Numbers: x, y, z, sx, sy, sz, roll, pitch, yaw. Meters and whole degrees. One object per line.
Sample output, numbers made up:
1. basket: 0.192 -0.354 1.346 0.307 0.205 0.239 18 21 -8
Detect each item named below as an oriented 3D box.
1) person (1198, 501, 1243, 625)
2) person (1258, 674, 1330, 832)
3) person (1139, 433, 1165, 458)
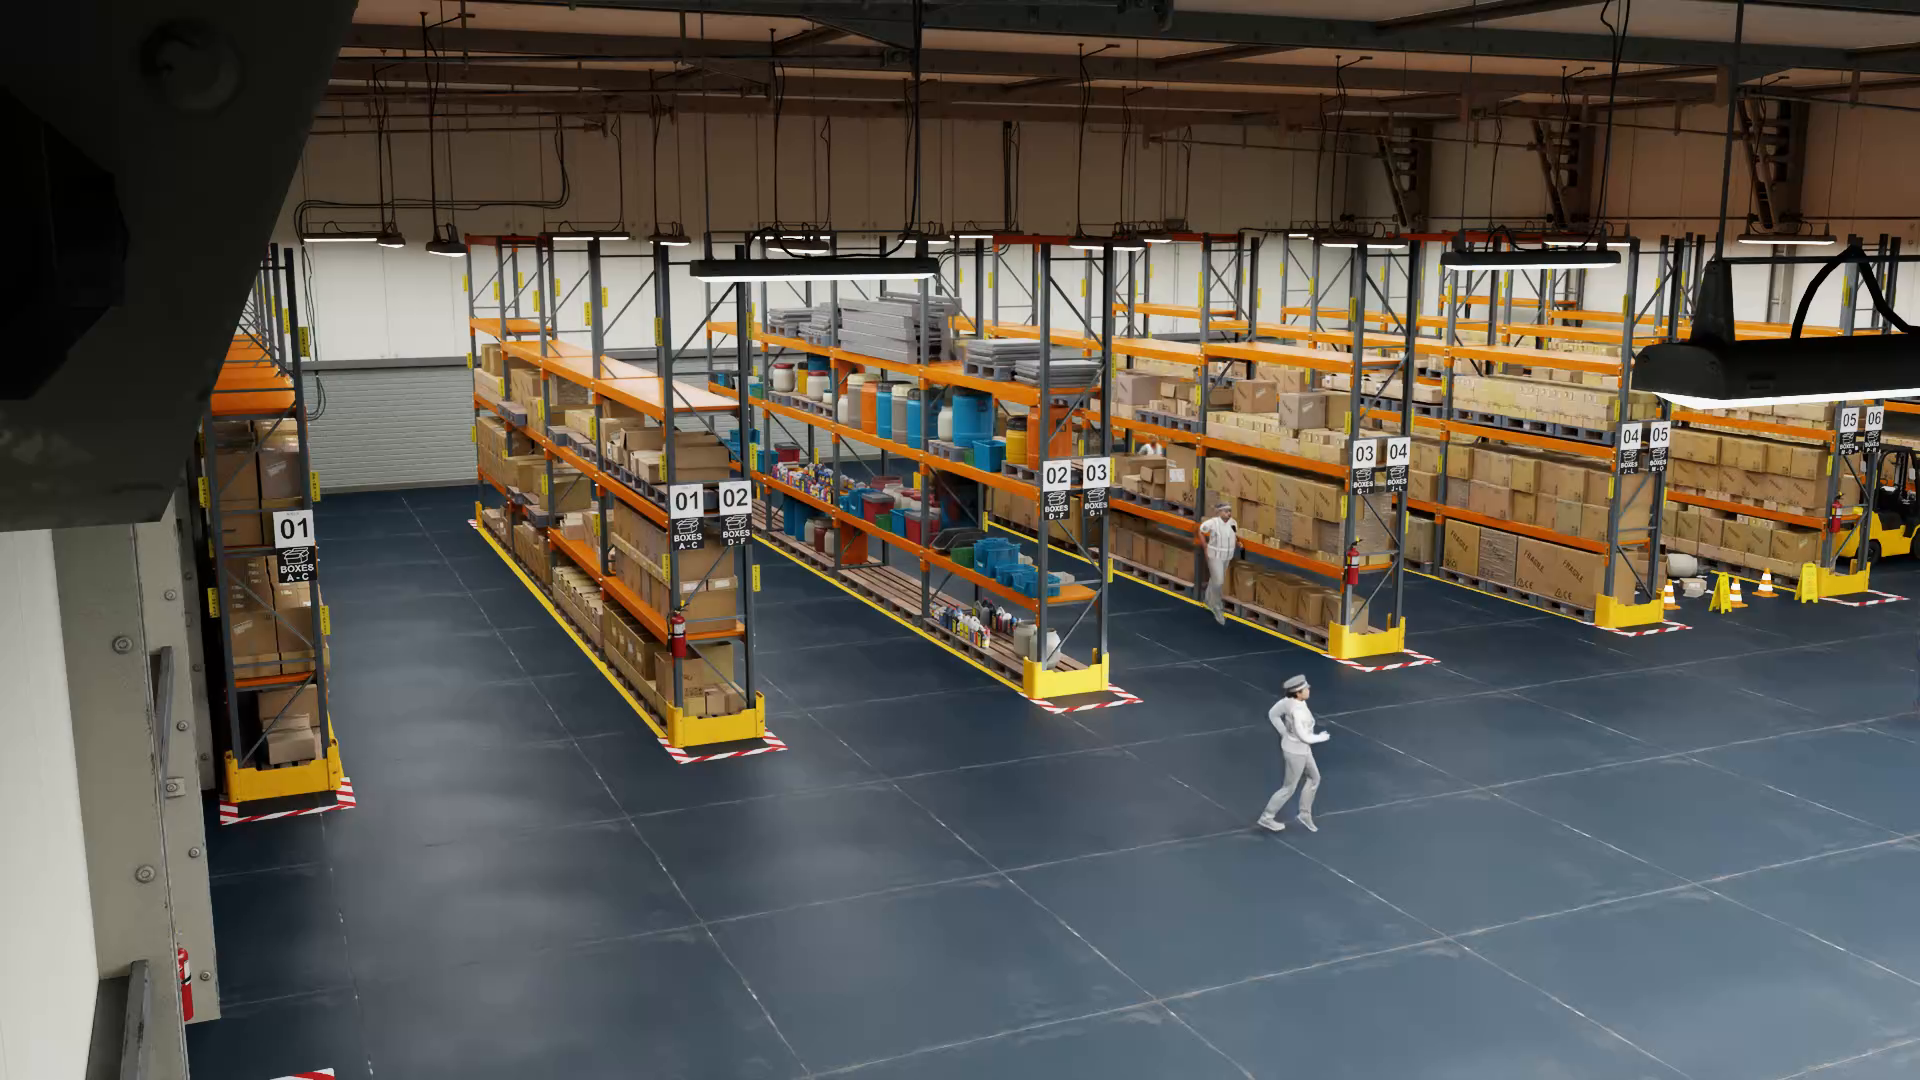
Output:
1. person: 4.020 0.323 25.564 0.570 1.899 0.823 -7 13 -33
2. person: 3.464 2.232 17.250 0.714 1.740 0.612 0 11 2
3. person: 4.179 -1.503 36.326 0.656 1.761 0.676 -5 12 -23
